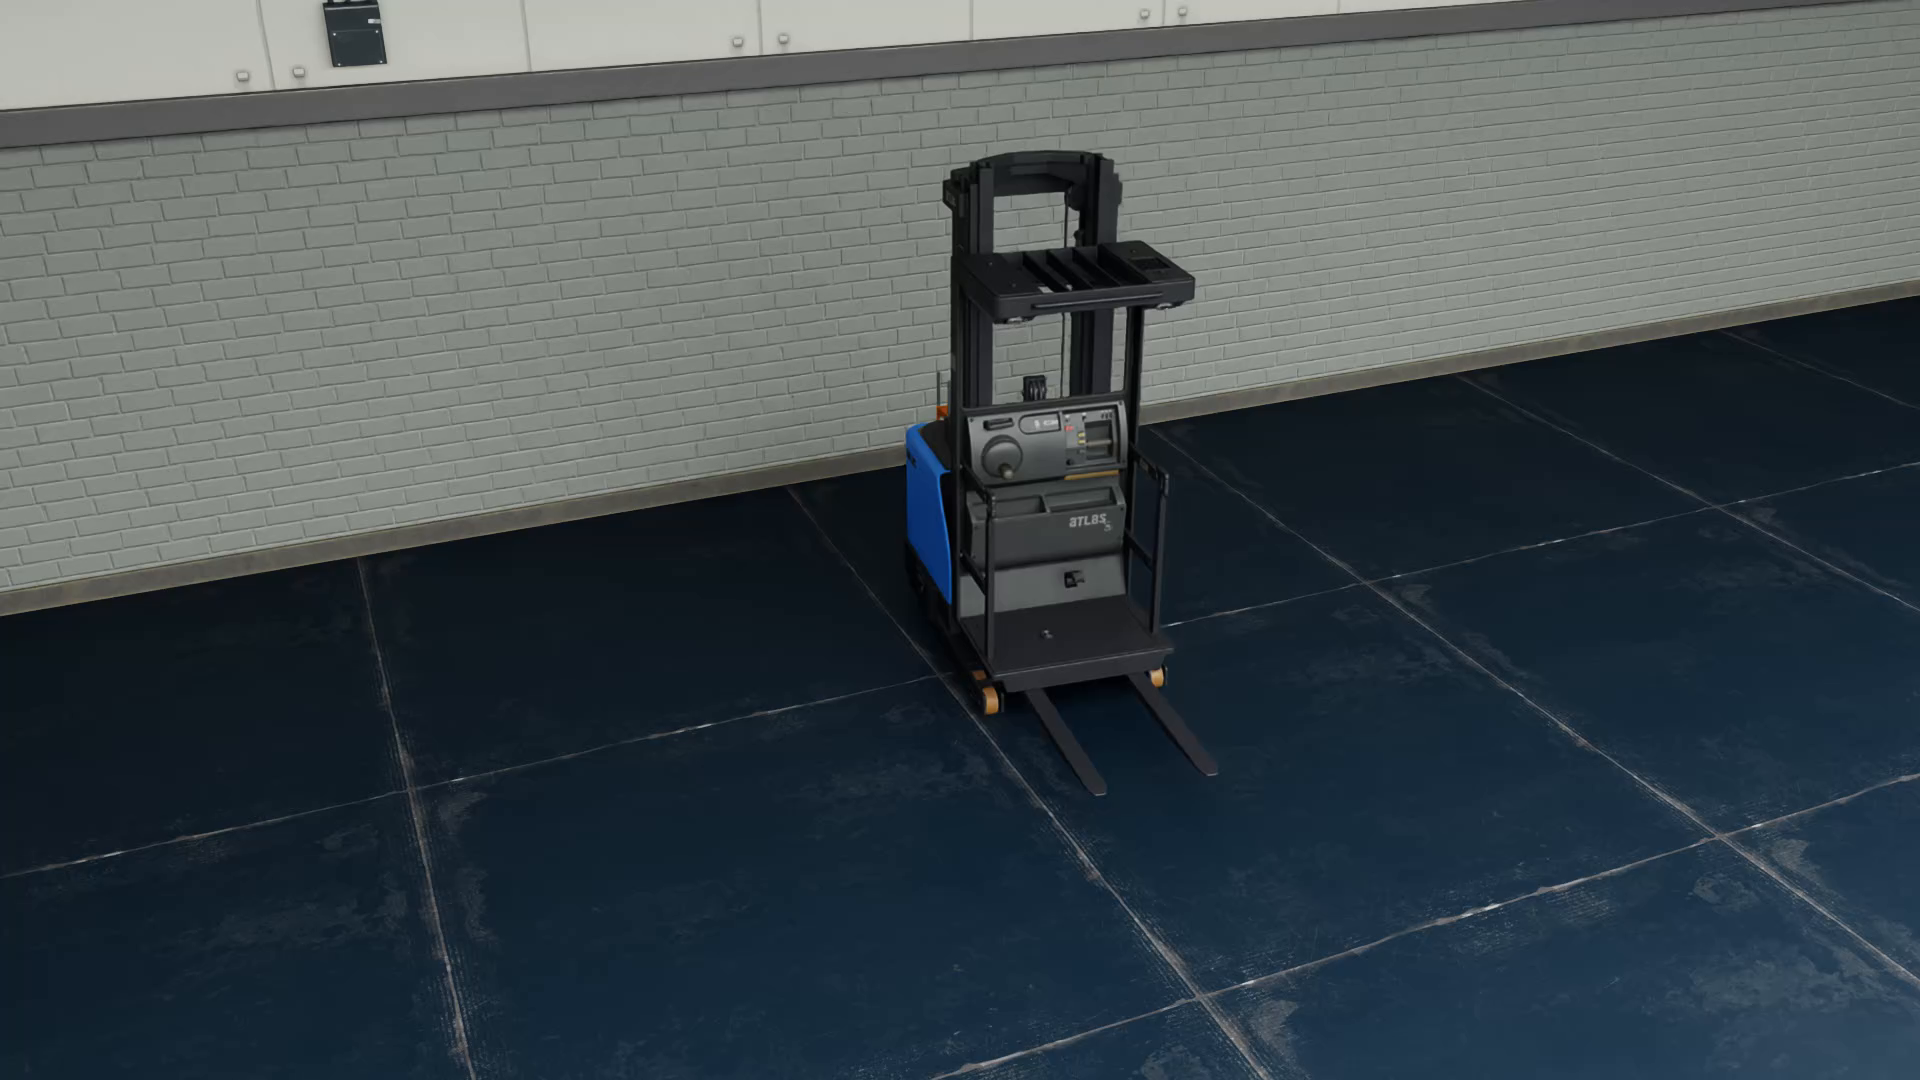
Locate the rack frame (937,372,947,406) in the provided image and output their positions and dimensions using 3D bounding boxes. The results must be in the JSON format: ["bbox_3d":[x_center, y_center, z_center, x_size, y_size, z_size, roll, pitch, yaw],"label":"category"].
[{"bbox_3d":[-0.042,-0.582,11.220,0.240,1.200,0.006,-11,28,-21],"label":"rack frame"}]

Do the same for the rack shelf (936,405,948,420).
[{"bbox_3d":[-0.006,-0.829,11.006,0.258,0.103,0.180,-11,28,-21],"label":"rack shelf"}]

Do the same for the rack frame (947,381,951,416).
[{"bbox_3d":[0.030,-0.508,11.069,0.240,1.200,0.006,-11,28,-21],"label":"rack frame"}]

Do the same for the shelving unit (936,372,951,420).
[{"bbox_3d":[-0.006,-0.545,11.145,0.258,1.200,0.189,-11,28,-21],"label":"shelving unit"}]

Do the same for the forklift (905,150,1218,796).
[{"bbox_3d":[0.557,-0.521,9.123,1.130,2.935,3.031,-8,27,-15],"label":"forklift"}]

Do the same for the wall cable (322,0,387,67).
[{"bbox_3d":[-2.653,-5.701,8.941,2.305,6.003,0.169,-11,28,-21],"label":"wall cable"}]
